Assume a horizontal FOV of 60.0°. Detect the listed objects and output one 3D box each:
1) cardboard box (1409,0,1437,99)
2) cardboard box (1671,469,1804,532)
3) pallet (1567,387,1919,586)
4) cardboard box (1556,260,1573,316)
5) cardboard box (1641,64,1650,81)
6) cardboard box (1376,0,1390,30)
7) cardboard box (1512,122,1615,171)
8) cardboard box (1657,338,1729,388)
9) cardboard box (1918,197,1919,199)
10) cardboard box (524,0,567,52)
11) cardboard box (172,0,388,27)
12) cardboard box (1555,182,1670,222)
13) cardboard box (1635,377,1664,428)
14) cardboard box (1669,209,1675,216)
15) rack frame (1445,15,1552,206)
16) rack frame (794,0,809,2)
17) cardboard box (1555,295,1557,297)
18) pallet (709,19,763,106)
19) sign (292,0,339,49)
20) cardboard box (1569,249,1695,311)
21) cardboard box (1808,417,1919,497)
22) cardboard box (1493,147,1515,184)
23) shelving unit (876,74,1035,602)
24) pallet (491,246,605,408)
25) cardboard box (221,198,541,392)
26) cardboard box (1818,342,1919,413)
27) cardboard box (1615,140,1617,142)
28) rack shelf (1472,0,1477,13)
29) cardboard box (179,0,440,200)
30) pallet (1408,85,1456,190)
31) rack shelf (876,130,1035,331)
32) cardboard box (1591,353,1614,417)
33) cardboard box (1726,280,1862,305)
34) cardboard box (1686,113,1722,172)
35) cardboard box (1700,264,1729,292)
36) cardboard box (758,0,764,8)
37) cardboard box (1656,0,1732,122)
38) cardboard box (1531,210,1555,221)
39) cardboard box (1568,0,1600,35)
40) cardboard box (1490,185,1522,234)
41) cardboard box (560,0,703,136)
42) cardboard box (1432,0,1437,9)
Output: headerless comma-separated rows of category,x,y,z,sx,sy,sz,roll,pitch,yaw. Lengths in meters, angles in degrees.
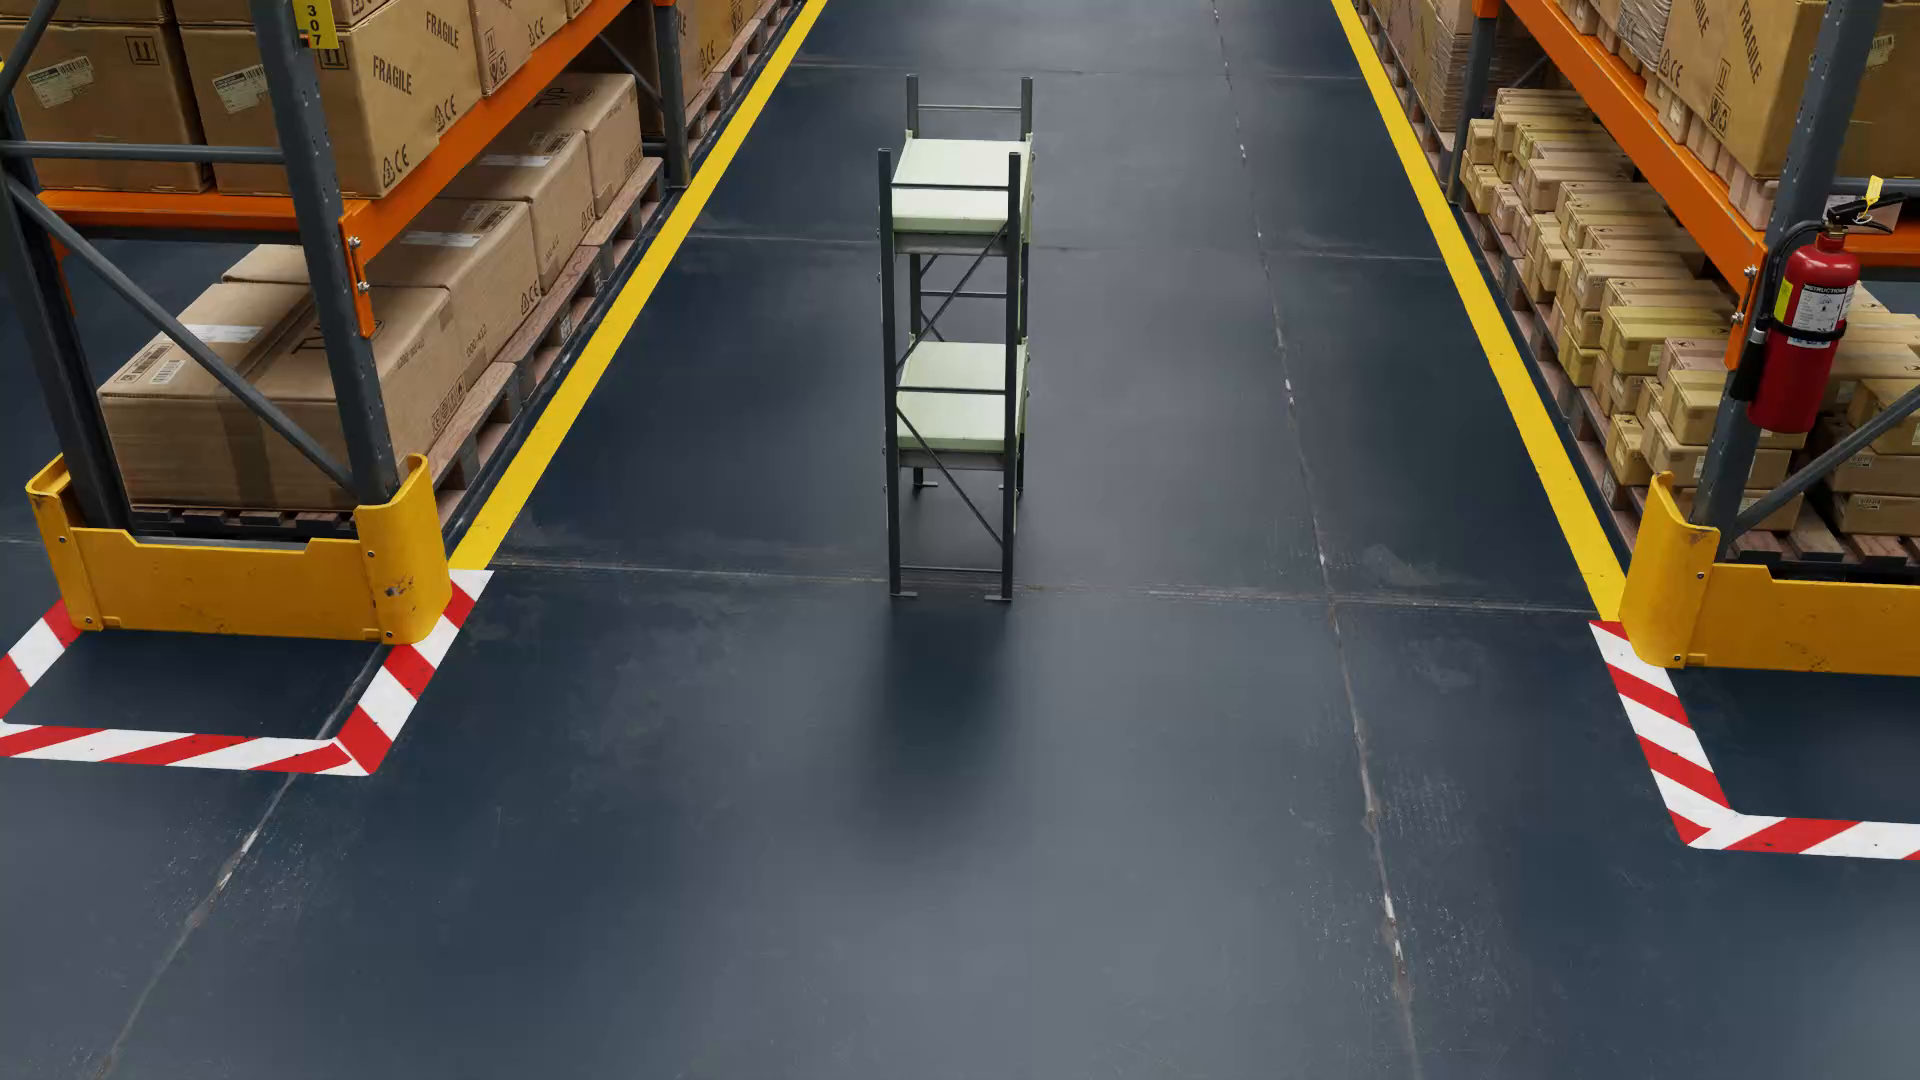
cardboard box,2.865,-2.785,9.392,0.500,0.500,0.500,2,32,3
cardboard box,2.523,-0.162,5.470,0.380,0.149,0.250,3,32,5
pallet,2.796,-0.188,5.854,1.003,0.211,1.213,2,32,4
cardboard box,2.556,-0.969,6.496,0.380,0.149,0.250,4,32,6
cardboard box,2.626,-1.658,5.820,0.380,0.149,0.250,1,32,2
cardboard box,2.990,-3.588,10.695,0.500,0.500,0.500,3,32,5
cardboard box,2.727,-1.775,7.521,0.380,0.149,0.250,2,32,3
cardboard box,2.557,-0.547,5.529,0.380,0.149,0.250,3,32,5
cardboard box,3.021,-1.096,4.908,0.380,0.149,0.250,4,32,6
cardboard box,-1.831,-2.146,6.277,0.500,0.500,0.500,3,32,6
cardboard box,-1.930,-1.778,4.728,0.500,0.500,0.500,2,32,3
cardboard box,2.686,-1.362,6.851,0.380,0.149,0.250,1,32,2
cardboard box,2.522,-0.427,5.617,0.380,0.149,0.250,2,32,3
cardboard box,3.172,-1.373,7.153,0.380,0.149,0.250,3,32,5
rack frame,3.014,-3.004,7.765,1.000,3.000,0.127,2,32,4
rack frame,-1.602,-5.254,11.417,1.000,3.000,0.127,2,32,4
cardboard box,2.654,-0.972,6.784,0.380,0.149,0.250,3,32,5
pallet,-1.843,-3.022,10.452,1.003,0.211,1.213,2,32,4
sign,-1.701,-1.446,4.337,0.100,0.325,0.005,2,32,4
cardboard box,2.502,-0.964,6.205,0.380,0.149,0.250,4,32,6
cardboard box,2.987,-0.267,5.358,0.380,0.149,0.250,4,32,6
cardboard box,2.734,-1.784,7.819,0.380,0.149,0.250,3,32,4
shelving unit,0.001,-0.642,5.362,0.431,1.500,0.755,2,32,4
pallet,-2.164,-0.941,7.076,1.003,0.211,1.213,2,32,4
cardboard box,-2.233,-0.987,6.535,0.875,0.438,0.875,3,32,5
cardboard box,2.972,-0.539,5.516,0.380,0.149,0.250,3,32,5
cardboard box,3.263,-1.890,7.707,0.380,0.149,0.250,3,32,5
rack shelf,3.177,-3.743,9.651,1.077,0.370,4.000,2,32,4
cardboard box,-1.928,-1.352,4.990,0.500,0.500,0.500,2,32,4
pallet,3.076,-2.224,9.157,1.003,0.211,1.213,2,32,4
rack shelf,0.001,-0.974,5.157,0.431,0.370,0.720,2,32,4
cardboard box,2.558,-0.564,6.124,0.380,0.149,0.250,3,32,4
cardboard box,3.090,-0.944,6.172,0.380,0.149,0.250,4,32,6
cardboard box,2.496,-1.248,5.156,0.380,0.149,0.250,2,32,4
cardboard box,3.034,-0.955,6.475,0.380,0.149,0.250,4,32,7
cardboard box,-1.741,-4.171,11.283,0.875,0.875,0.875,2,32,4
cardboard box,2.516,-1.597,5.103,0.500,0.500,0.500,2,32,3
cardboard box,2.680,-1.371,7.149,0.380,0.149,0.250,4,32,6
cardboard box,2.606,-2.072,6.493,0.380,0.149,0.250,4,32,6
cardboard box,2.674,-1.521,7.676,0.380,0.149,0.250,2,32,4
cardboard box,-1.957,-2.764,9.001,0.875,0.875,0.875,3,32,6
cardboard box,2.878,-3.106,9.199,0.500,0.250,0.500,4,32,6
